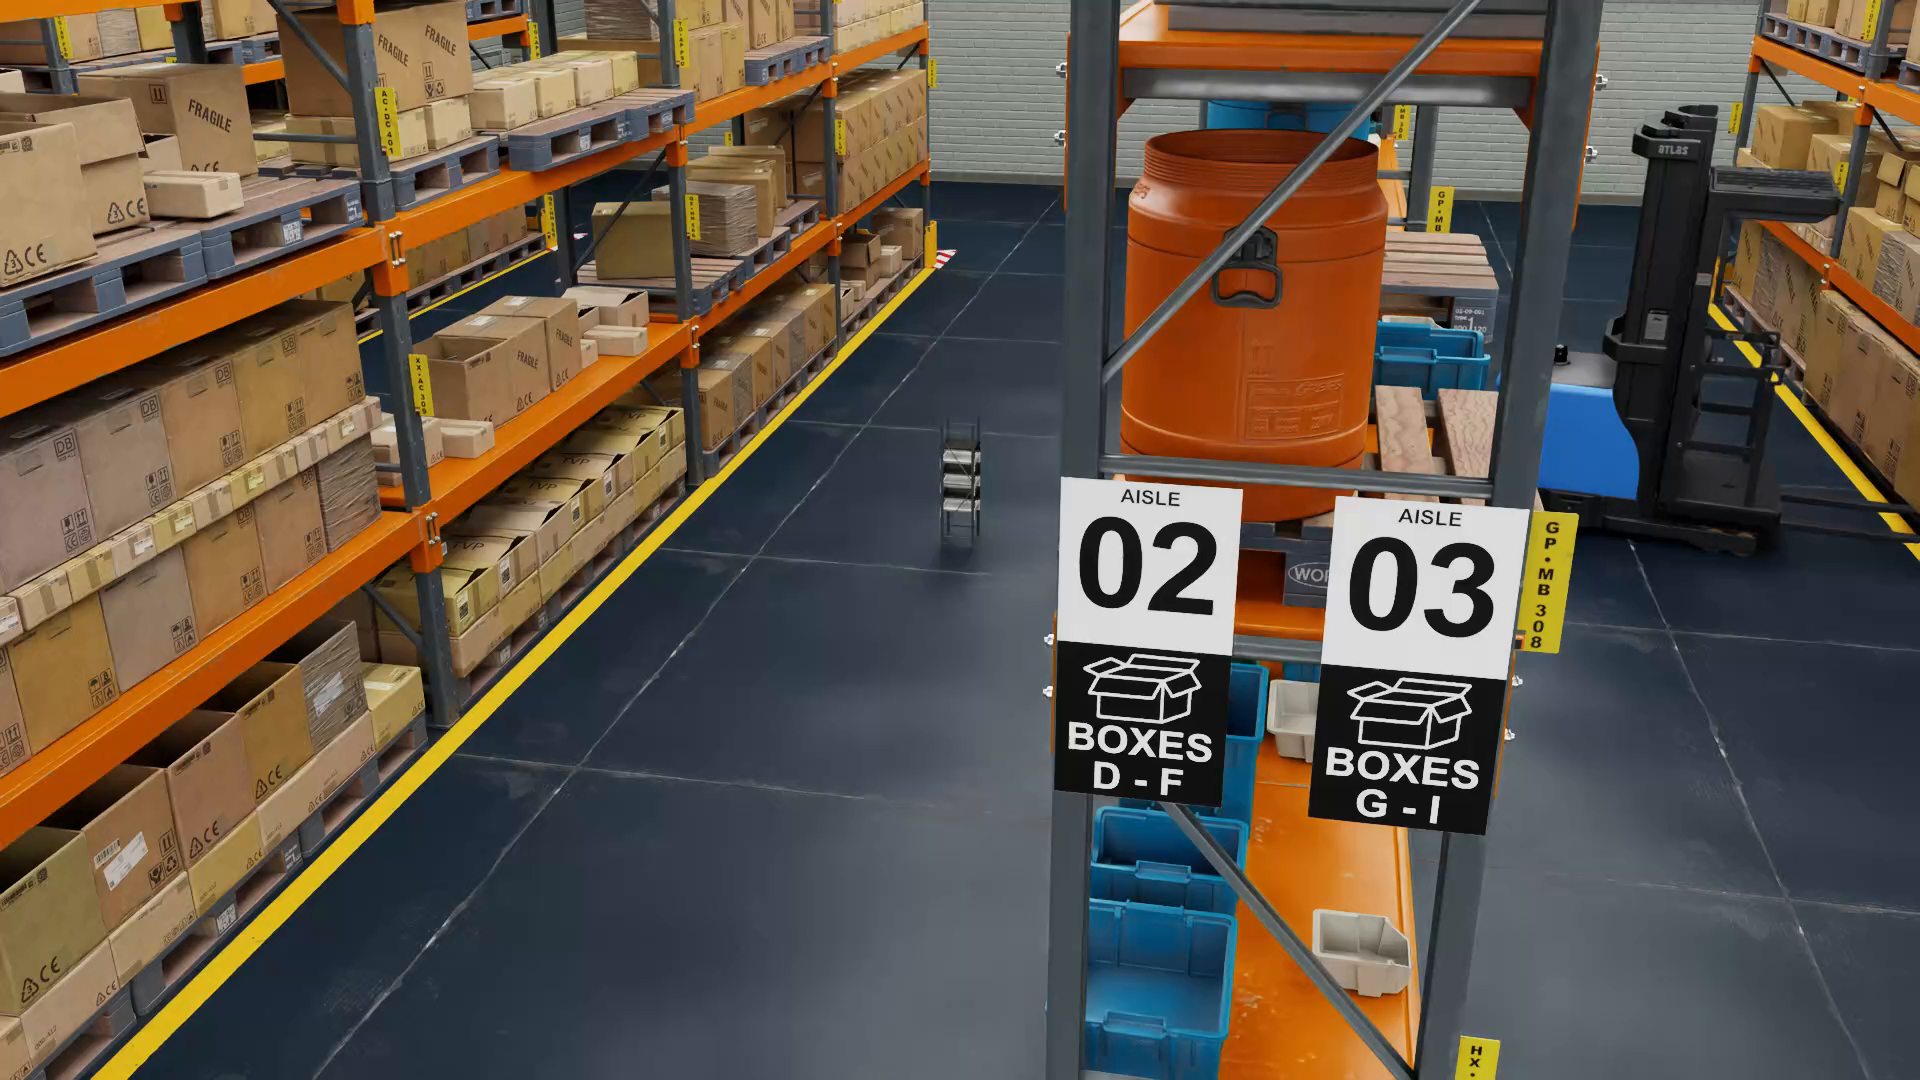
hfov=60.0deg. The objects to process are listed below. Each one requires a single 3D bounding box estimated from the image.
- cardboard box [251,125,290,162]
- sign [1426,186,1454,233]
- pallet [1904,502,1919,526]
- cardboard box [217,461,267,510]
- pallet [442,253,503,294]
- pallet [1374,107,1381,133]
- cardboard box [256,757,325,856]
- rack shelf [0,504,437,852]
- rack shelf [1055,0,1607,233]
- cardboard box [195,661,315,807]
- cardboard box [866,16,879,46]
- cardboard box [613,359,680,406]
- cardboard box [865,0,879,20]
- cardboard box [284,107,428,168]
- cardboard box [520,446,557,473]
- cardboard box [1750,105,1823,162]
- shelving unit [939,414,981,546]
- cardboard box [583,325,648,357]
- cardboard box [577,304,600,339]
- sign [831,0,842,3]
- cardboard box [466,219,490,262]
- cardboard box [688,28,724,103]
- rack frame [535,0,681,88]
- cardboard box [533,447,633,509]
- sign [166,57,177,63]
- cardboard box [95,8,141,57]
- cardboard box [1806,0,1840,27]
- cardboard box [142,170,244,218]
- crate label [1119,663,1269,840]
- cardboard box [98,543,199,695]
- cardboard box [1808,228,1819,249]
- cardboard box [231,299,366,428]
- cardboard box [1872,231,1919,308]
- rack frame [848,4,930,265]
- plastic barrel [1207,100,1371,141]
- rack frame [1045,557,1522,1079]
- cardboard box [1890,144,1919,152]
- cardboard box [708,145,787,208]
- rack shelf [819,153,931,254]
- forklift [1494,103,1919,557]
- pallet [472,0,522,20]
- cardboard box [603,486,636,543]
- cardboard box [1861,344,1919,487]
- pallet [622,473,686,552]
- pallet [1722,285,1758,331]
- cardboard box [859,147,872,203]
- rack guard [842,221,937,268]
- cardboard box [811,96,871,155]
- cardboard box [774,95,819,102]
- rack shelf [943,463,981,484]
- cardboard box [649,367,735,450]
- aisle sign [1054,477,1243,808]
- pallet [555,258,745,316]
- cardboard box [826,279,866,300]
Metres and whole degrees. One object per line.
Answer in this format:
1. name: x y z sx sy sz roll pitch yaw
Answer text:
1. cardboard box: -6.592 -3.678 15.407 0.500 0.250 0.500 5 22 12
2. sign: 2.073 -1.368 7.208 0.100 0.325 0.005 4 22 11
3. pallet: 7.436 -0.093 11.801 1.003 0.211 1.213 4 22 11
4. cardboard box: -3.367 -0.257 7.474 0.380 0.149 0.250 4 22 11
5. pallet: -6.051 -3.125 19.332 1.003 0.211 1.213 4 22 11
6. pallet: 2.605 -3.057 11.667 1.003 0.211 1.213 4 22 11
7. cardboard box: -3.392 1.236 7.889 0.500 0.250 0.500 4 22 11
8. rack shelf: -3.720 0.668 7.143 1.077 0.370 4.000 4 22 11
9. rack shelf: 1.129 -1.550 5.156 1.077 0.370 4.000 4 22 11
10. cardboard box: -3.404 0.887 7.751 0.500 0.500 0.500 4 22 11
11. cardboard box: -1.128 -5.169 16.859 0.500 0.250 0.500 4 22 11
12. cardboard box: -2.534 -1.265 13.736 0.500 0.500 0.500 5 23 13
13. cardboard box: -1.123 -5.401 16.765 0.500 0.250 0.500 4 22 11
14. cardboard box: -3.177 -2.139 8.772 0.500 0.250 0.500 7 23 16
15. cardboard box: -3.095 -0.491 11.426 0.500 0.311 0.500 4 22 9
16. cardboard box: 8.370 -4.108 16.837 0.500 0.500 0.500 4 22 10
17. shelving unit: 0.002 -0.420 11.693 0.258 0.900 0.210 4 22 11
18. cardboard box: -2.409 -1.394 11.635 0.380 0.149 0.250 4 22 11
19. cardboard box: -2.868 -1.507 11.698 0.500 0.311 0.500 4 22 10
20. sign: -1.135 -5.096 15.257 0.100 0.325 0.005 4 22 11
21. cardboard box: -5.962 -3.567 19.479 0.700 0.500 0.500 4 22 9
22. cardboard box: -2.335 -3.647 12.744 0.910 0.500 0.500 4 22 11
23. rack frame: -2.496 -4.643 11.336 1.000 3.000 0.127 4 22 11
24. cardboard box: -2.567 -0.454 11.334 0.500 0.311 0.500 4 22 11
25. sign: -3.845 -2.212 8.203 0.100 0.325 0.005 4 22 11
26. cardboard box: -7.246 -4.258 13.673 0.700 0.500 0.500 3 22 8
27. cardboard box: 8.489 -5.125 15.718 0.700 0.500 0.500 3 22 7
28. cardboard box: -3.290 -1.470 7.060 0.380 0.149 0.250 4 22 11
29. crate label: 0.831 0.734 5.968 0.502 0.435 0.616 4 22 11
30. cardboard box: -3.707 0.283 7.002 0.700 0.500 0.500 5 23 13
31. cardboard box: 7.812 -2.681 14.831 0.380 0.149 0.250 5 22 12
32. cardboard box: -3.396 -0.883 8.160 0.700 0.500 0.500 5 22 11
33. cardboard box: 7.475 -2.097 12.911 0.500 0.500 0.500 4 22 10
34. rack frame: -0.863 -4.786 19.722 1.000 3.000 0.127 4 22 11
35. plastic barrel: 1.229 -1.481 6.268 0.600 0.901 0.708 4 22 11
36. rack frame: 0.720 1.445 4.252 1.000 3.000 0.127 4 22 11
37. cardboard box: 8.366 -3.138 14.430 0.500 0.500 0.500 4 22 11
38. cardboard box: -1.995 -3.408 15.605 0.700 0.500 0.500 -3 22 -7
39. rack shelf: -1.271 -3.721 18.040 1.077 0.370 4.000 4 22 11
40. forklift: 5.385 -1.465 11.569 3.031 2.935 1.130 9 24 21
41. pallet: -5.854 -6.240 19.437 1.003 0.211 1.213 4 22 11
42. cardboard box: -2.571 -0.196 11.444 0.500 0.250 0.500 5 22 12
43. cardboard box: 7.552 -0.889 12.328 1.225 0.875 0.875 5 22 11
44. pallet: -2.702 -0.269 12.238 1.003 0.211 1.213 4 22 11
45. pallet: 8.747 -2.438 17.623 1.003 0.211 1.213 4 22 11
46. cardboard box: -1.207 -3.723 16.948 0.500 0.500 0.500 5 22 12
47. rack guard: -0.879 -3.599 20.120 1.175 0.500 0.348 4 22 11
48. cardboard box: -1.203 -4.173 16.727 0.500 0.500 0.500 4 22 9
49. cardboard box: -1.728 -4.226 16.858 0.500 0.500 0.500 4 22 10
50. rack shelf: 0.002 -0.473 11.672 0.258 0.077 0.200 4 22 11
51. cardboard box: -2.123 -1.049 13.201 0.500 0.500 0.500 5 23 13
52. aisle sign: 0.415 0.242 3.757 0.394 0.787 0.004 4 22 11
53. pallet: -2.426 -2.024 13.122 1.213 0.211 1.003 4 22 11
54. cardboard box: -1.215 -2.667 17.664 0.380 0.166 0.250 4 22 11
